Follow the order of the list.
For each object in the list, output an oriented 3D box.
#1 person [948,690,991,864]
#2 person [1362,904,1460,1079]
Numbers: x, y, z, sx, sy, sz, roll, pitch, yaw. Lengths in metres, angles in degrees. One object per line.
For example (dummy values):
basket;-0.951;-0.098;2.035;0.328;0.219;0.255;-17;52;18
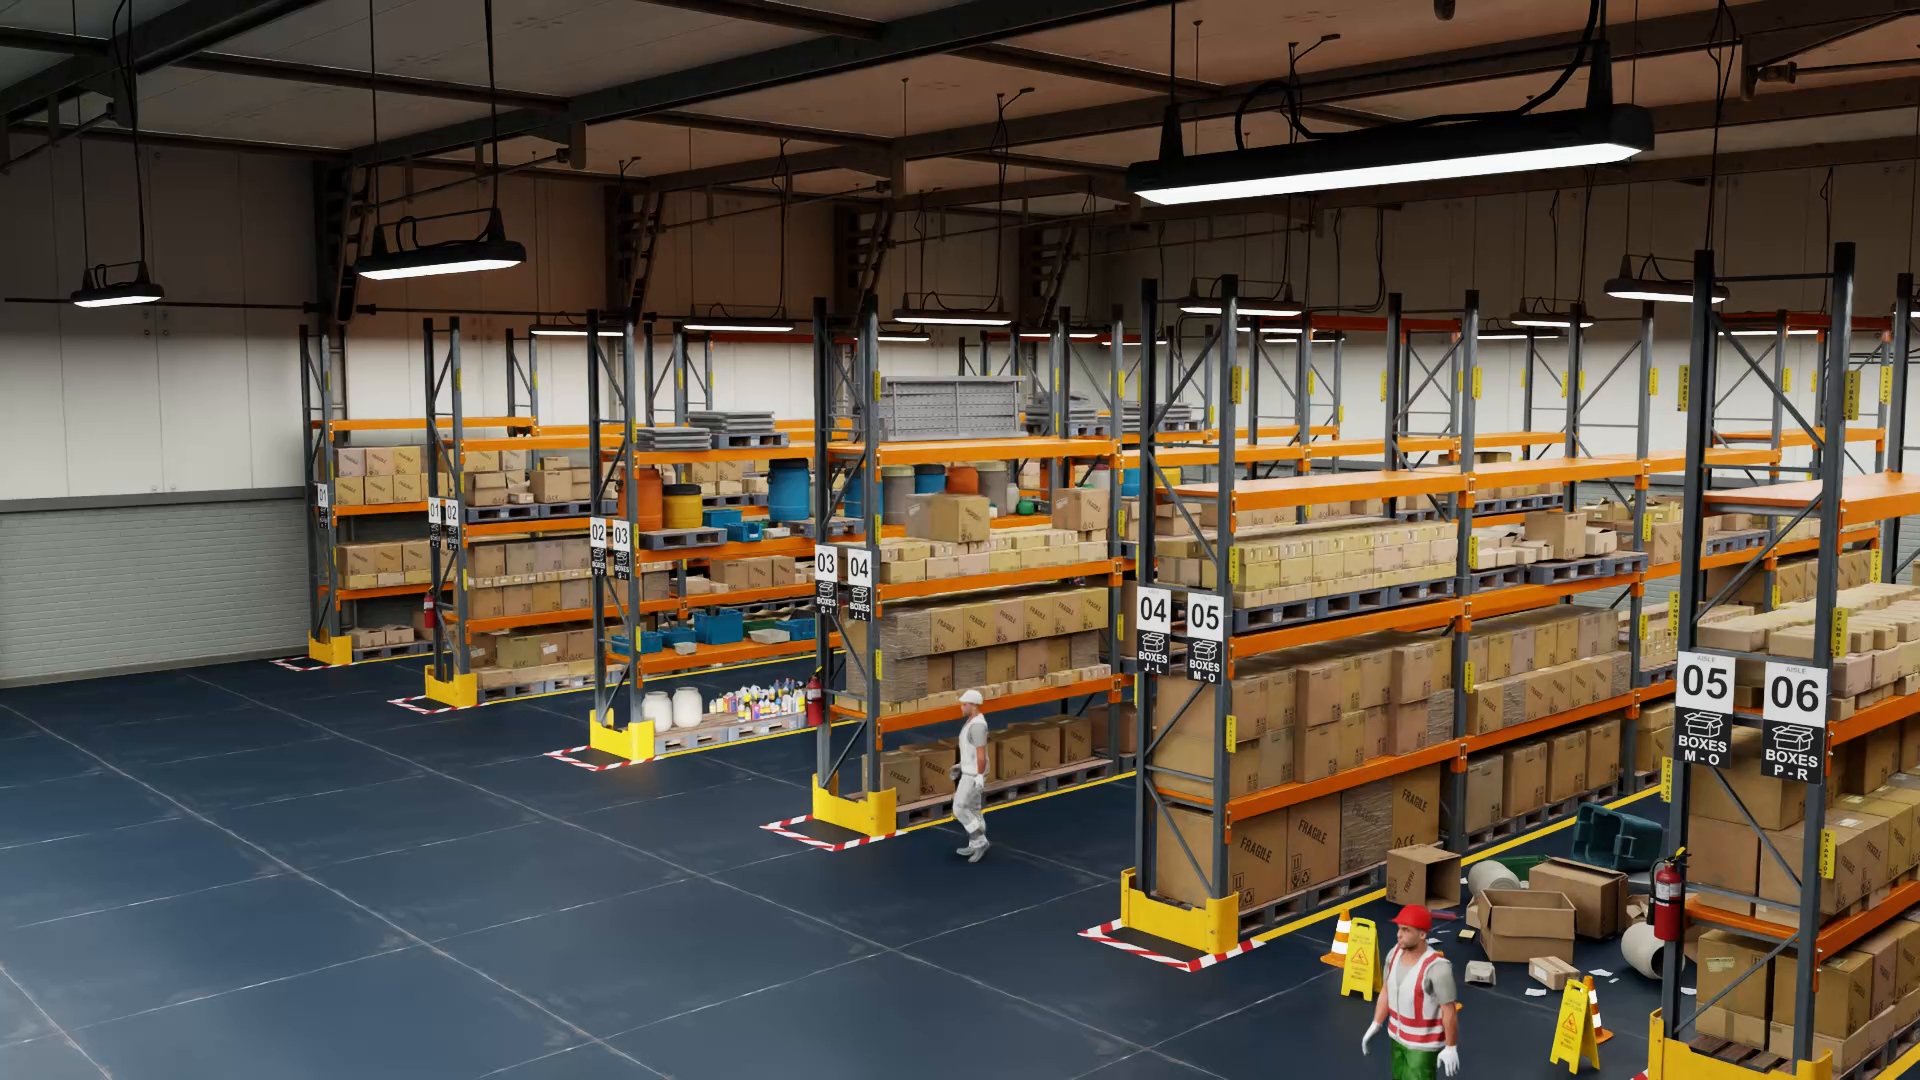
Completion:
person;0.098;2.495;17.663;0.455;1.817;0.543;0;6;1
person;2.845;3.229;10.563;0.553;1.847;0.556;-2;6;-22
